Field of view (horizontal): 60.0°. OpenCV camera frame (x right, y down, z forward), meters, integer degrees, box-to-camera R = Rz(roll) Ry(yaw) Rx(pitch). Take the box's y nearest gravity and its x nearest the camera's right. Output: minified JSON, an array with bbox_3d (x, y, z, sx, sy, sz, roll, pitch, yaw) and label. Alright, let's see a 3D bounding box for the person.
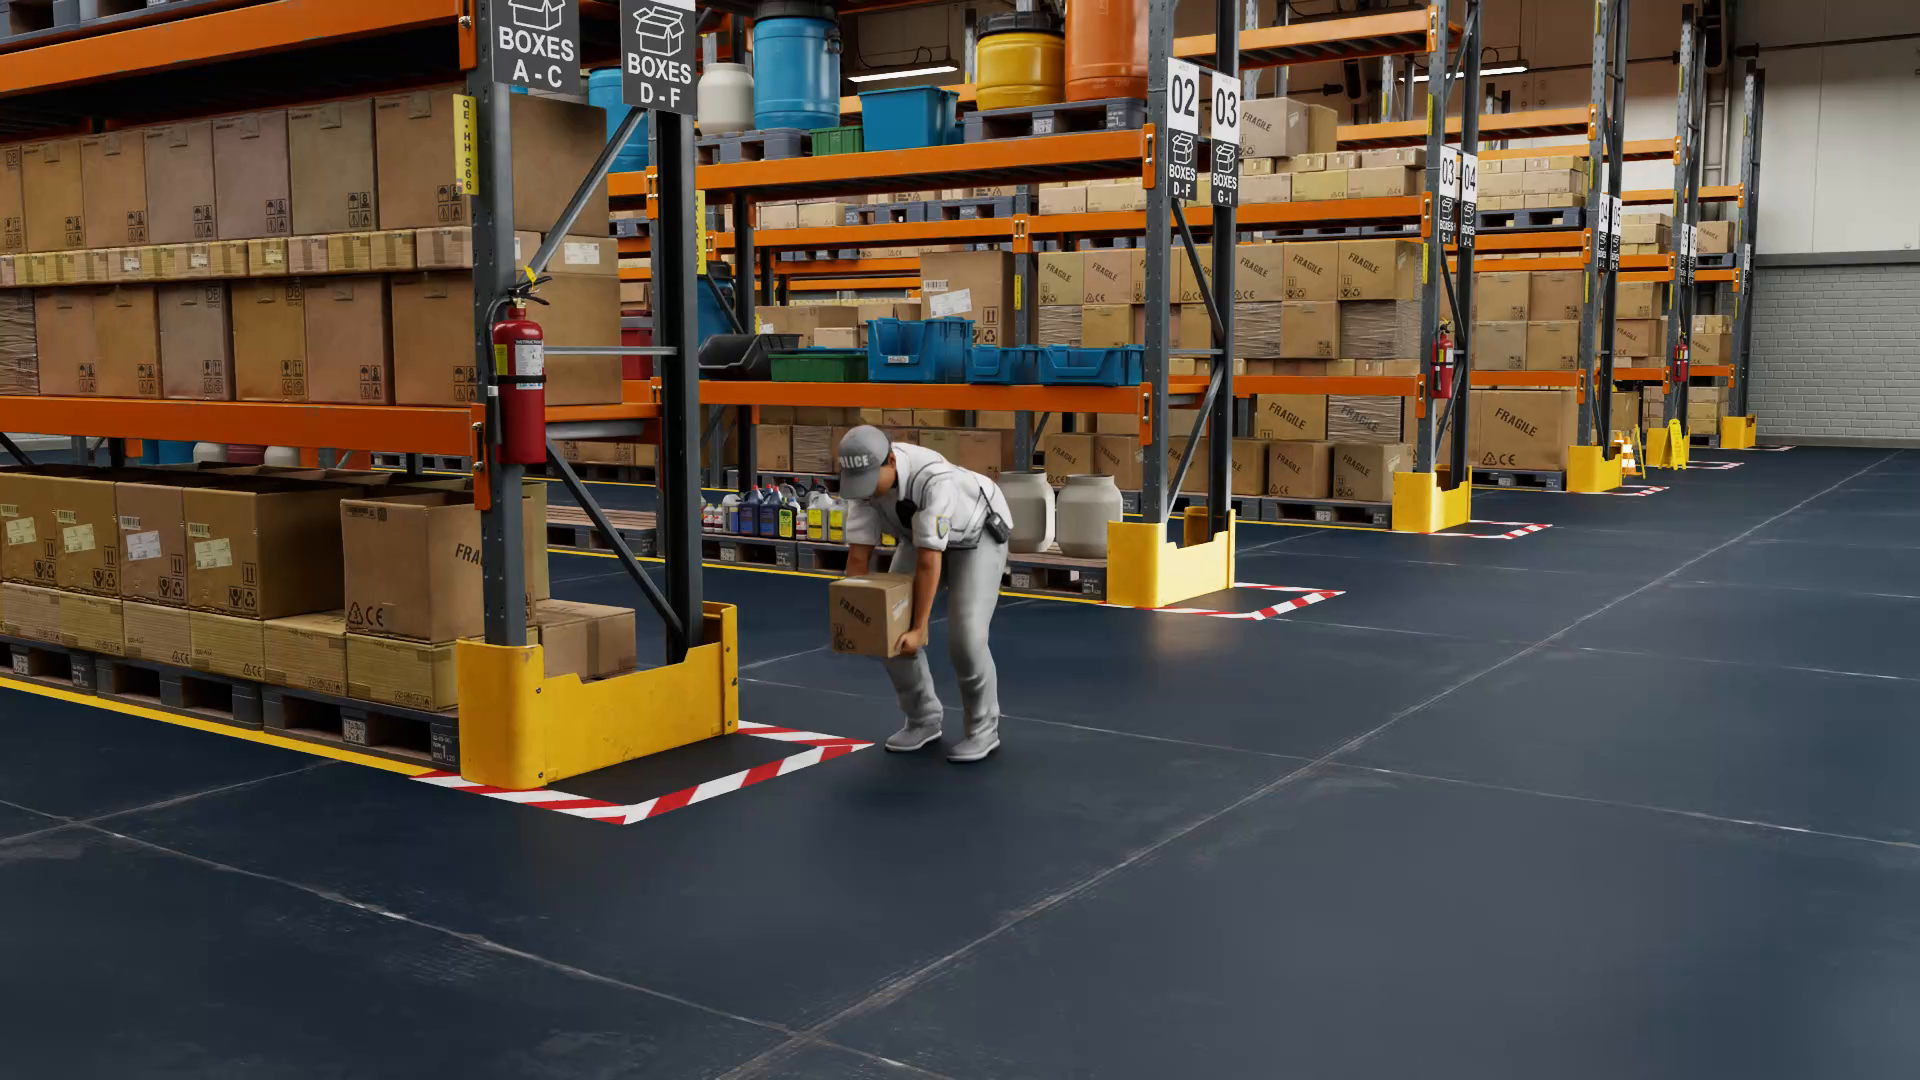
[{"bbox_3d":[-0.156,0.196,6.110,0.477,1.257,0.893,4,8,32],"label":"person"}]
